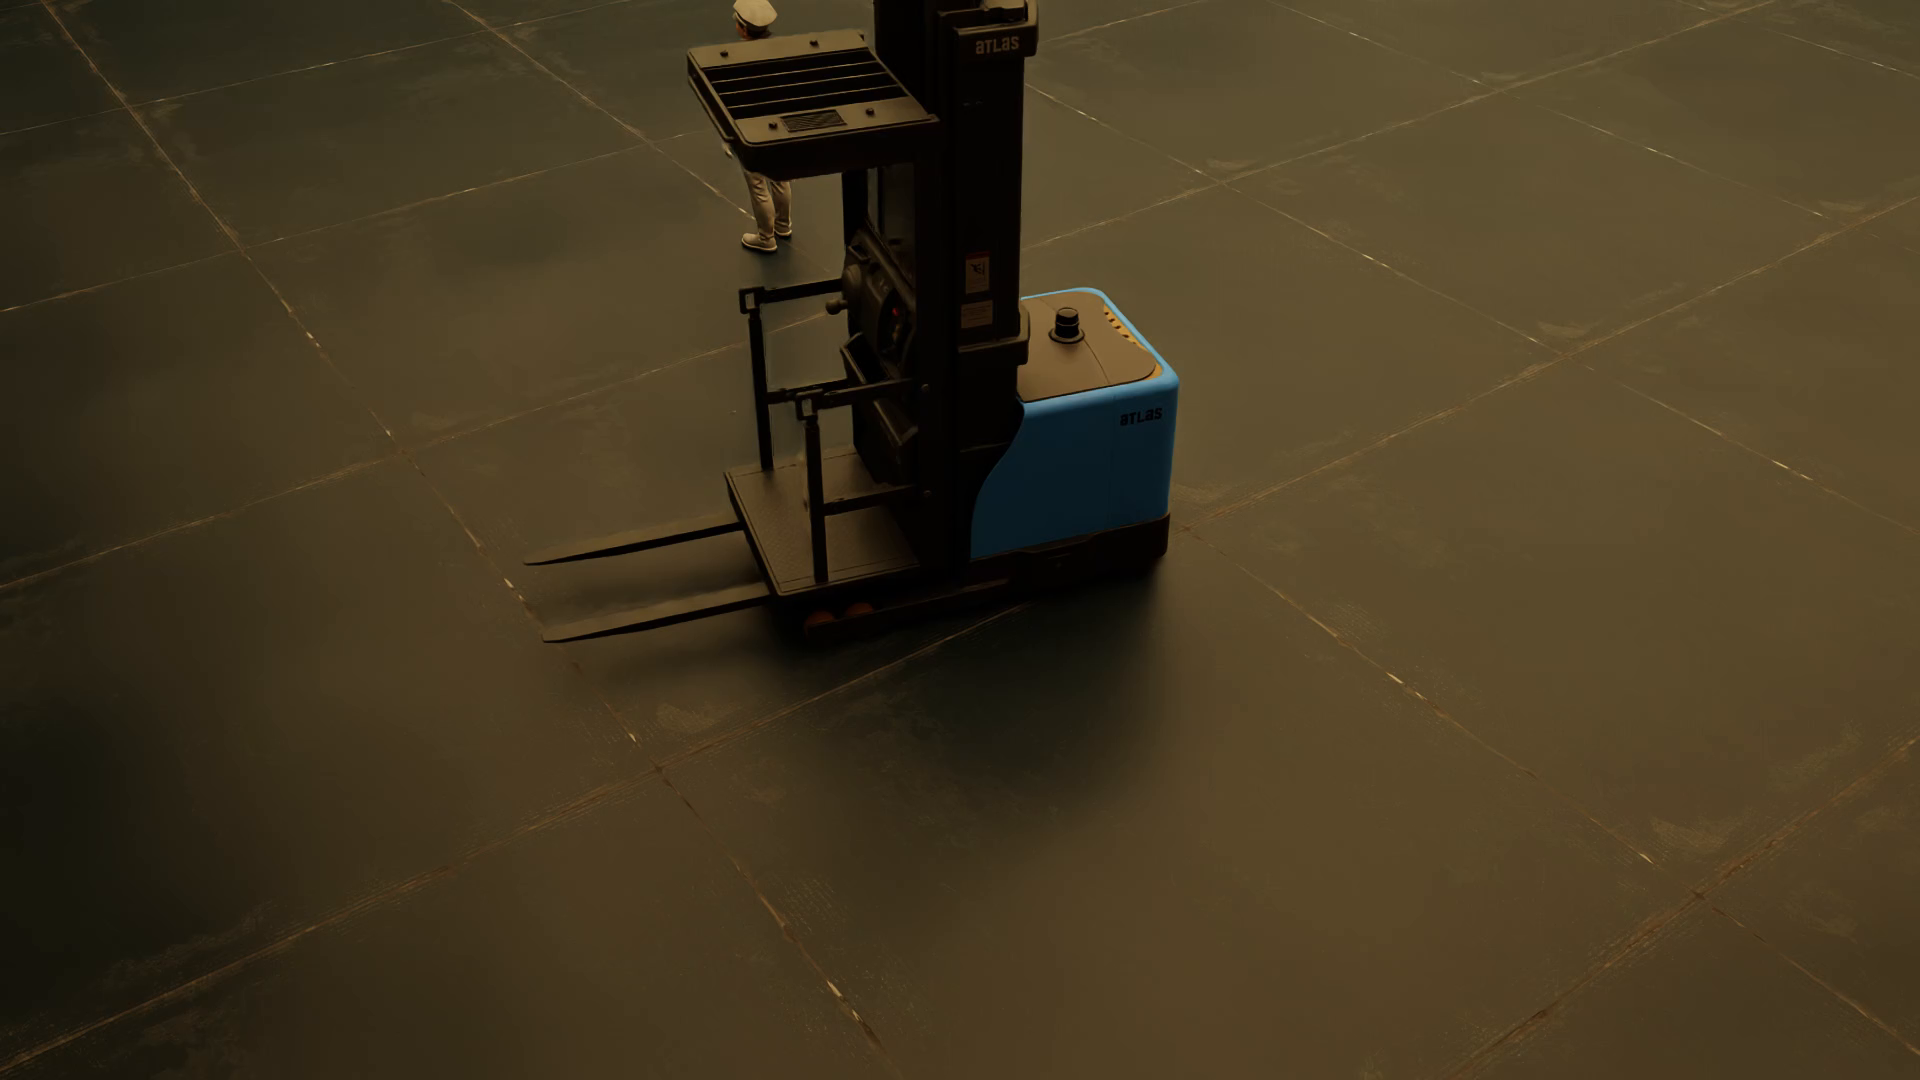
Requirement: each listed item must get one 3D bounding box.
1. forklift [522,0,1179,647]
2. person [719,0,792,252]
[{"bbox_3d":[-0.549,-1.035,7.344,3.031,2.935,1.130,-12,38,-16],"label":"forklift"},{"bbox_3d":[-1.303,-2.631,10.531,0.587,1.694,0.531,-29,45,-33],"label":"person"}]
